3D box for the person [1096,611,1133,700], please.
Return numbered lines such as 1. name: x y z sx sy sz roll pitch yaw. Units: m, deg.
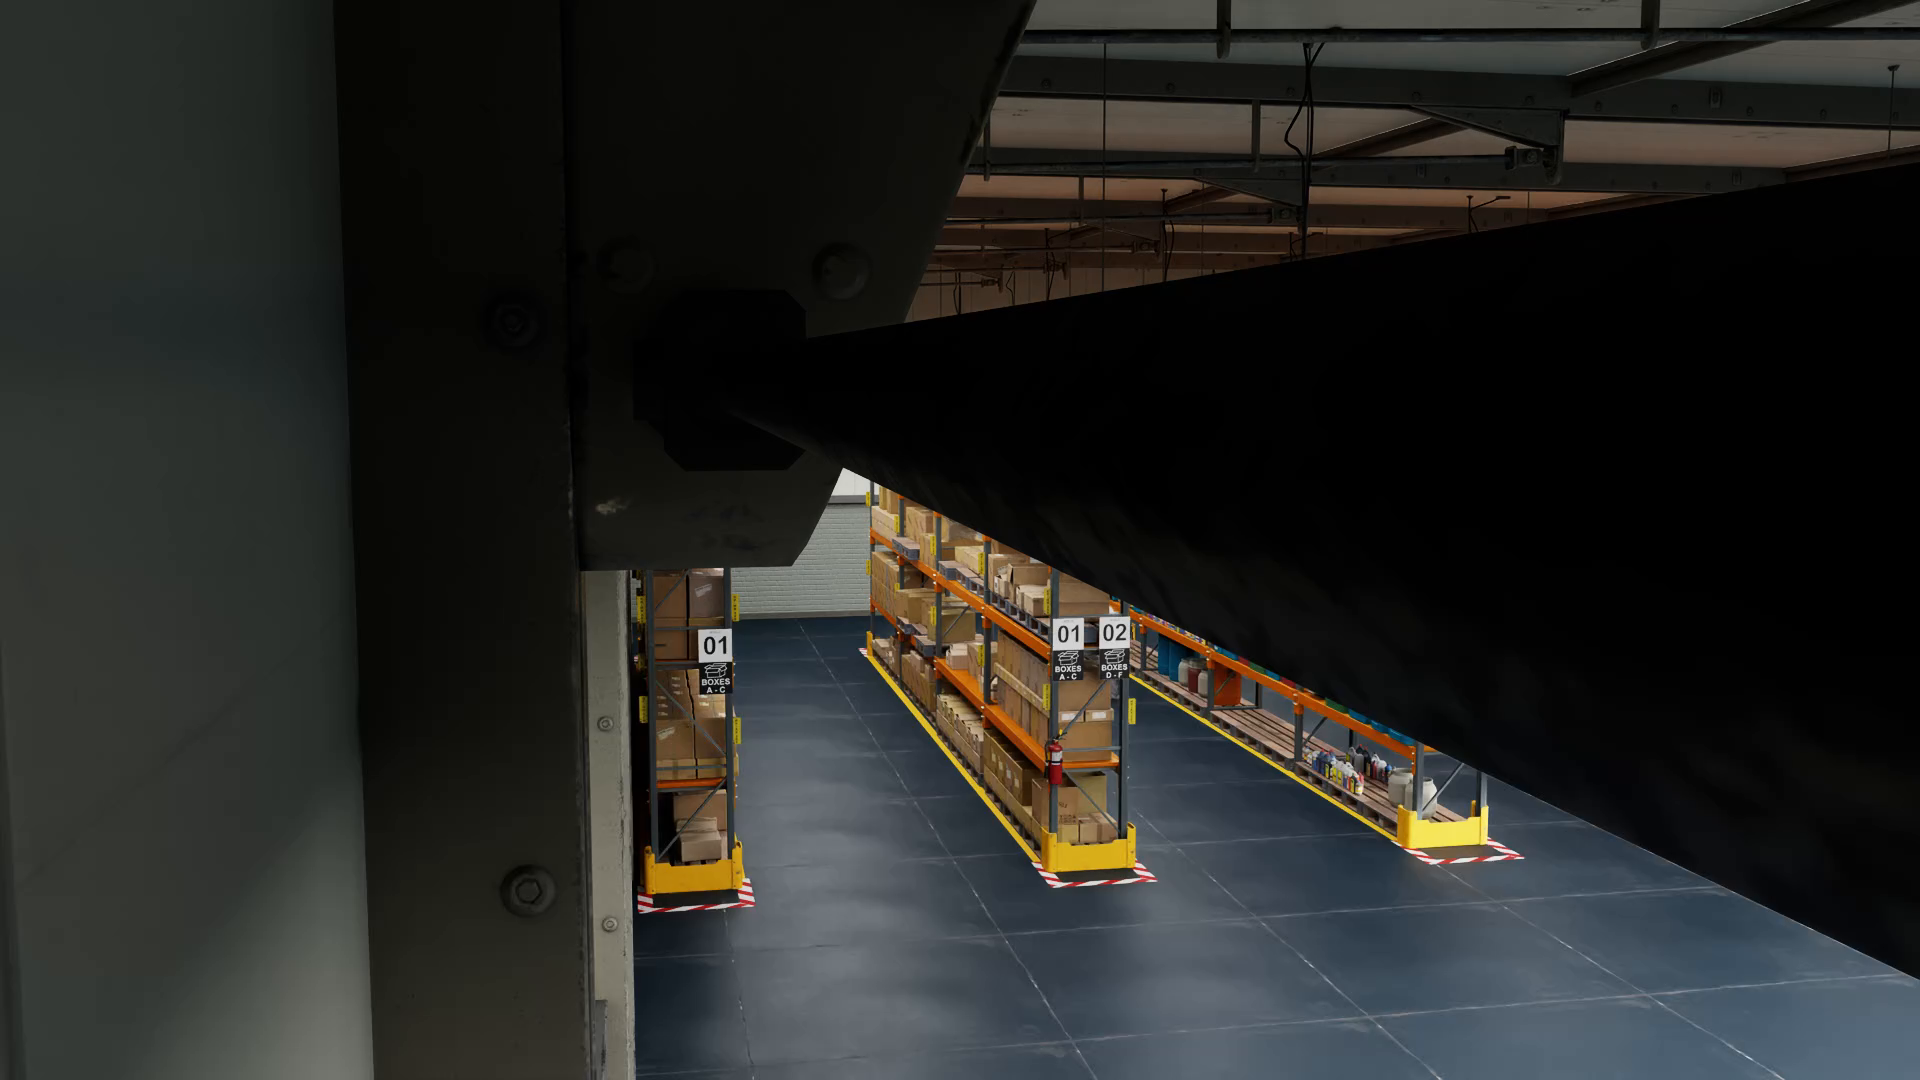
1. person: 2.933 2.191 31.375 0.650 1.727 0.769 0 6 -3
